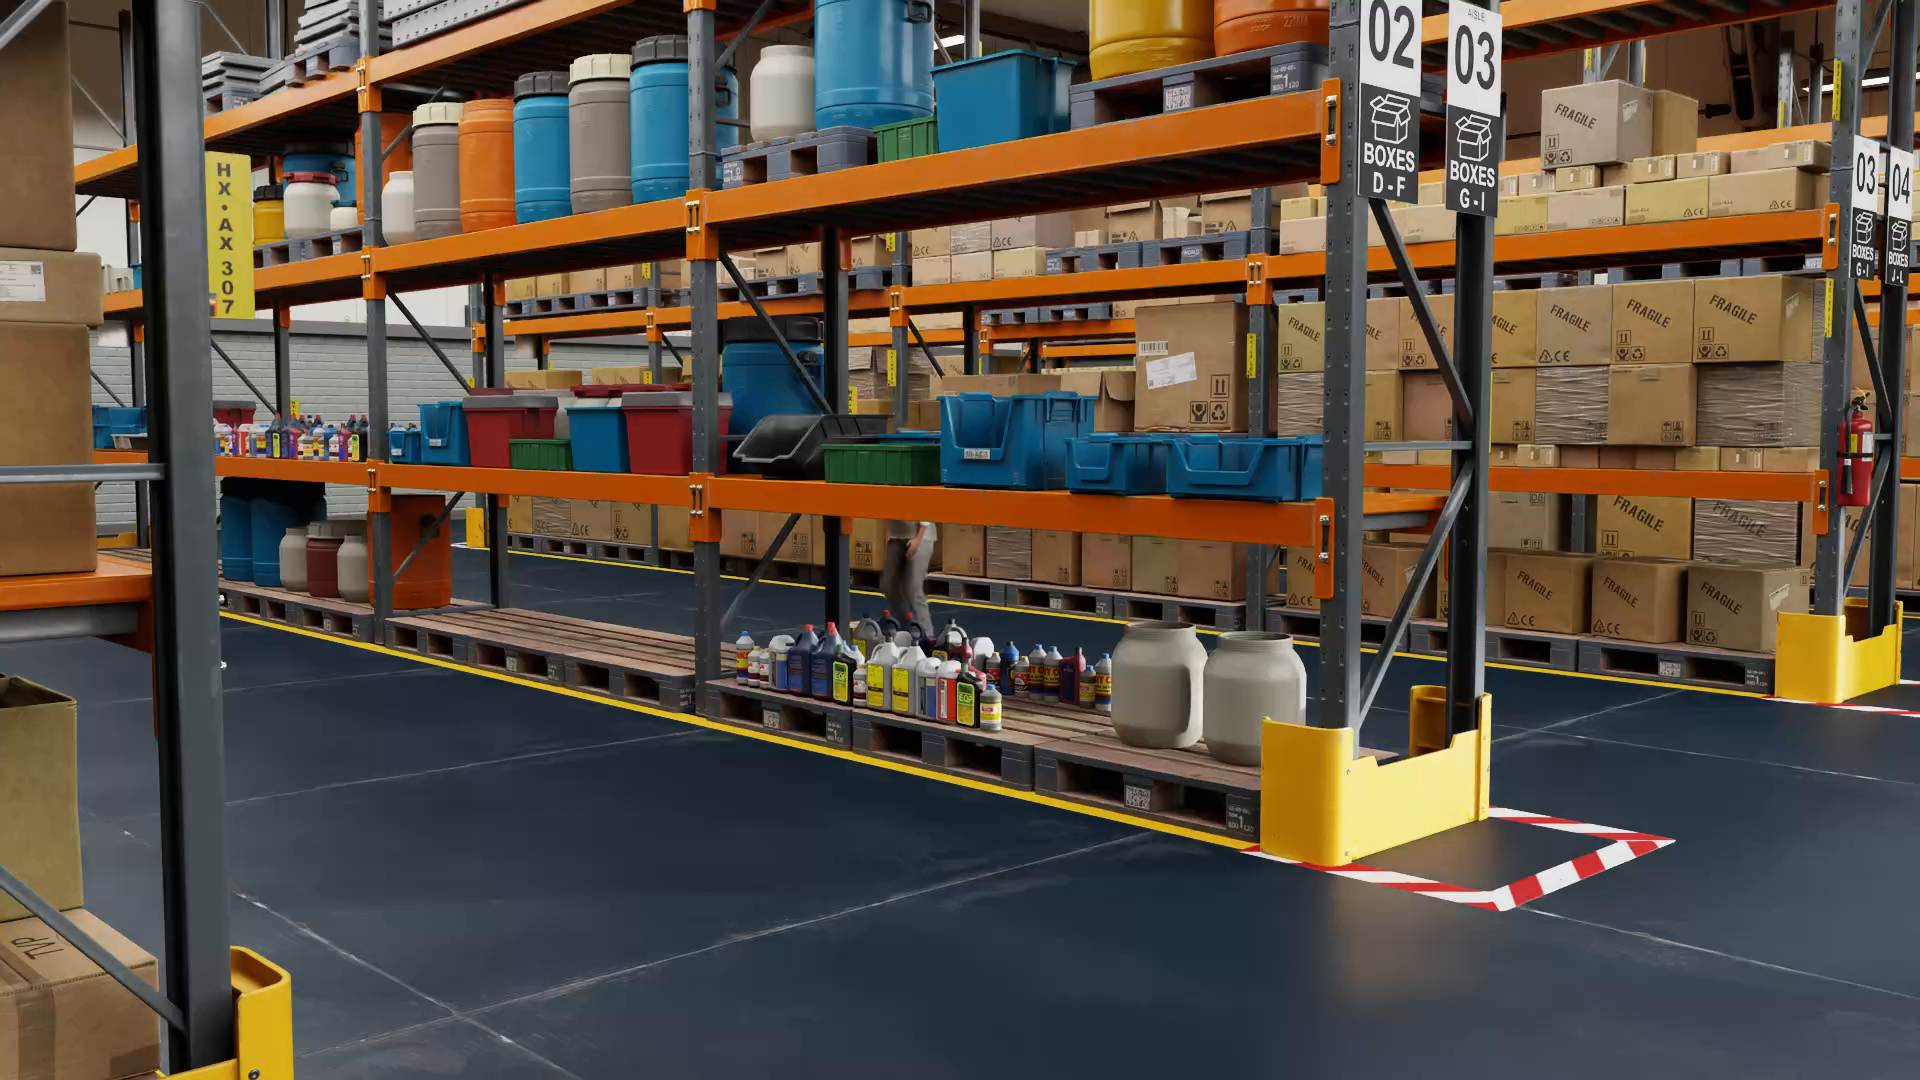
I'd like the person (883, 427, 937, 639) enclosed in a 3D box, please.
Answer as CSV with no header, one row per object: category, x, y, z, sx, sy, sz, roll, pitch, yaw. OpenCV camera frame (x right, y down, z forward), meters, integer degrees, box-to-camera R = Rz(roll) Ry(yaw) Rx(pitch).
person,-0.335,0.024,11.350,0.368,1.551,0.423,-4,6,-42
